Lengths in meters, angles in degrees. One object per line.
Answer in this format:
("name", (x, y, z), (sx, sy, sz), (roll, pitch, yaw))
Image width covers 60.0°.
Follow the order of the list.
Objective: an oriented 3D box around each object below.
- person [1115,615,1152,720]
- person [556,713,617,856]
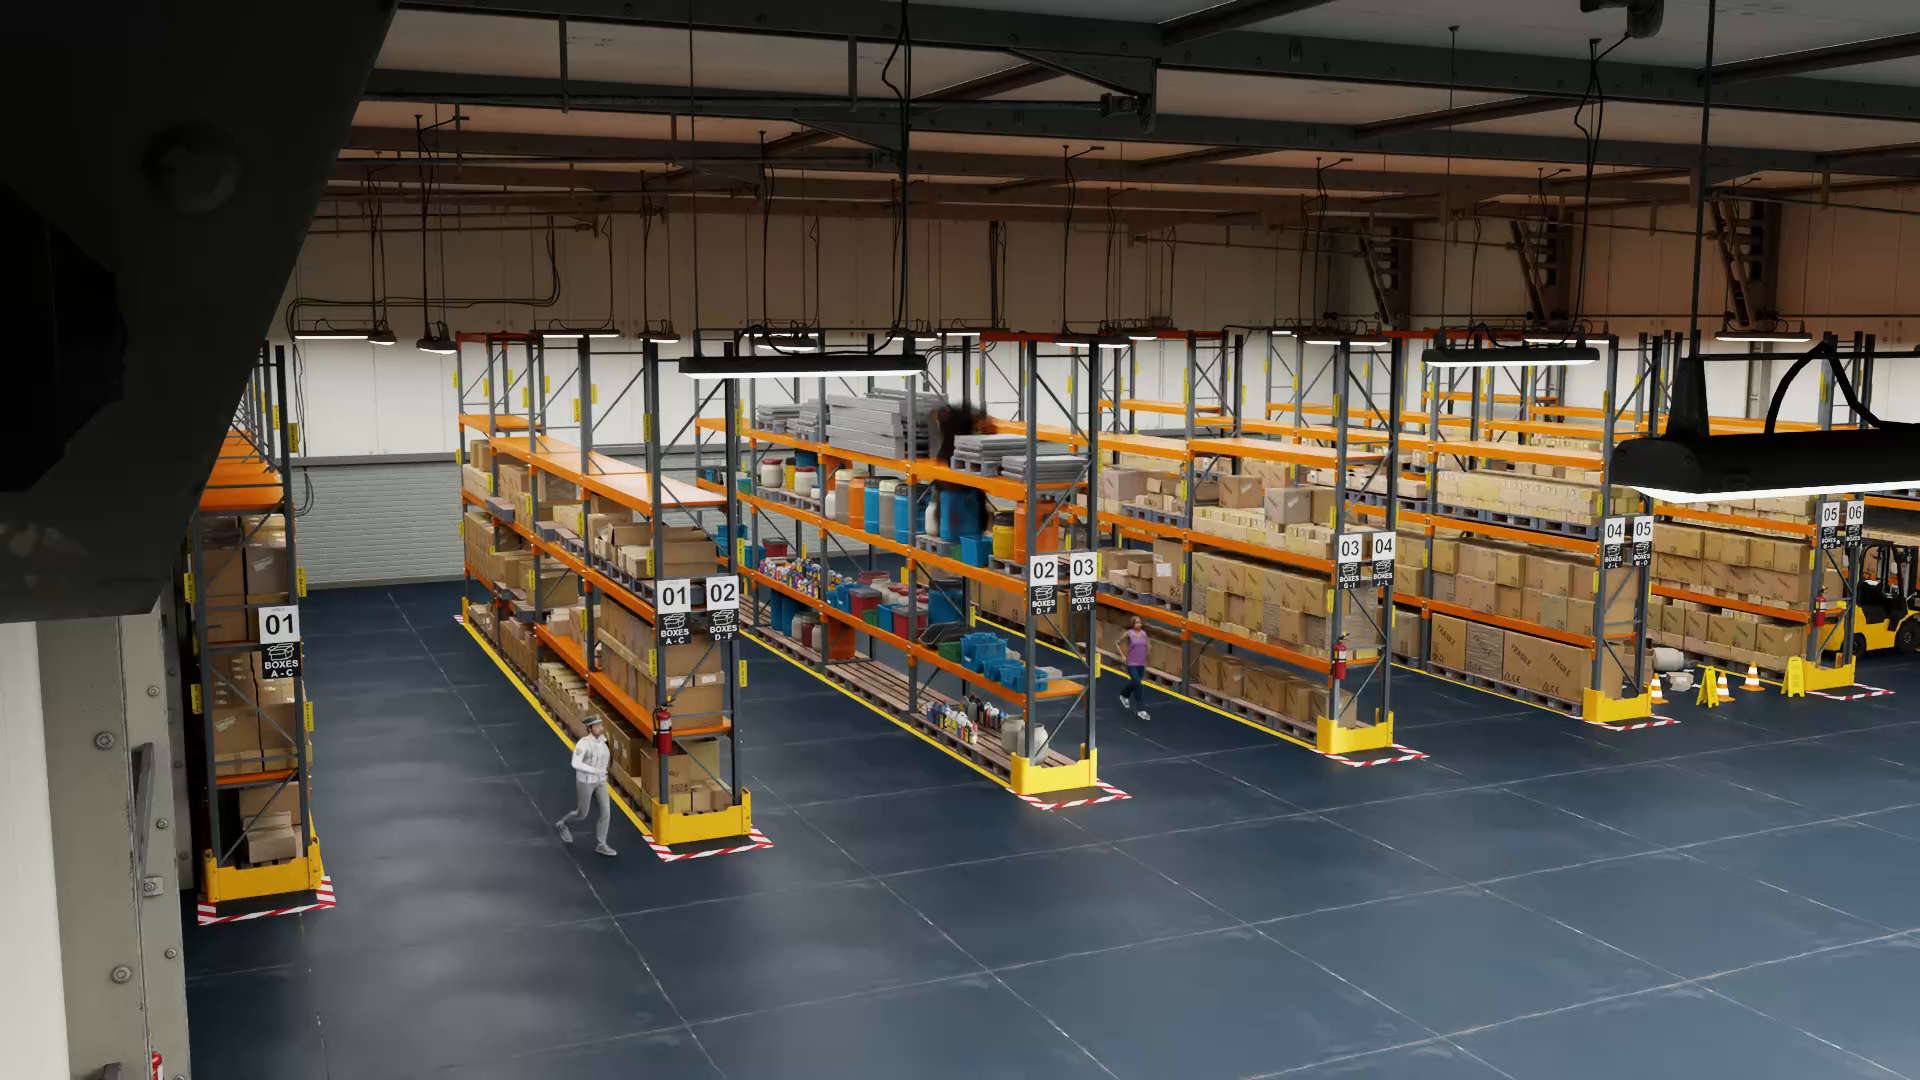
("person", (2.776, 1.980, 26.316), (0.518, 1.591, 0.887), (-5, 9, -32))
("person", (-4.396, 2.855, 19.696), (0.882, 1.673, 0.624), (6, 10, 36))
